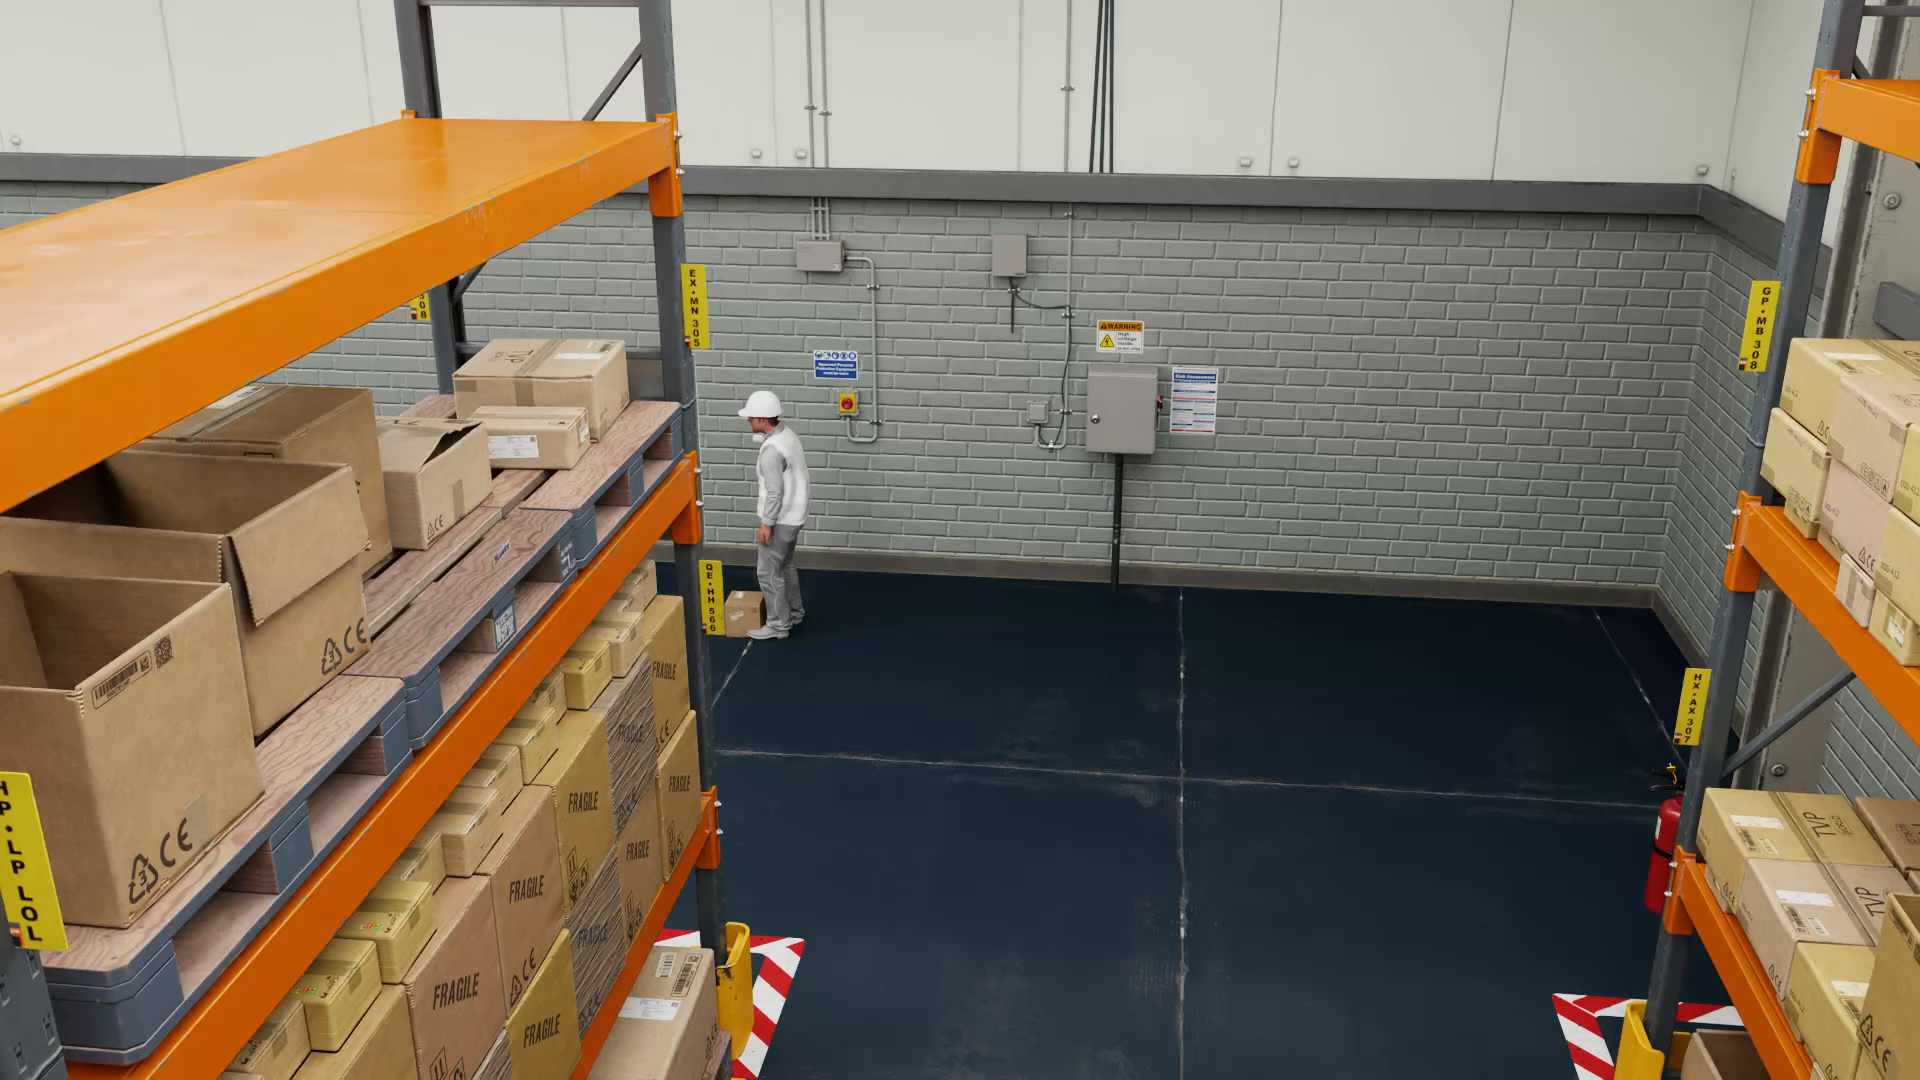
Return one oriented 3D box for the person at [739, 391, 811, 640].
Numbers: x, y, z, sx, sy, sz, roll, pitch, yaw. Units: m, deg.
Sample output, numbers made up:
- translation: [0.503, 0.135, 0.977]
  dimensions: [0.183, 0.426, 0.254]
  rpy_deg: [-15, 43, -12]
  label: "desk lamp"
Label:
- translation: [-1.262, -0.177, 11.506]
  dimensions: [0.463, 1.771, 0.580]
  rpy_deg: [2, 21, 6]
  label: "person"
